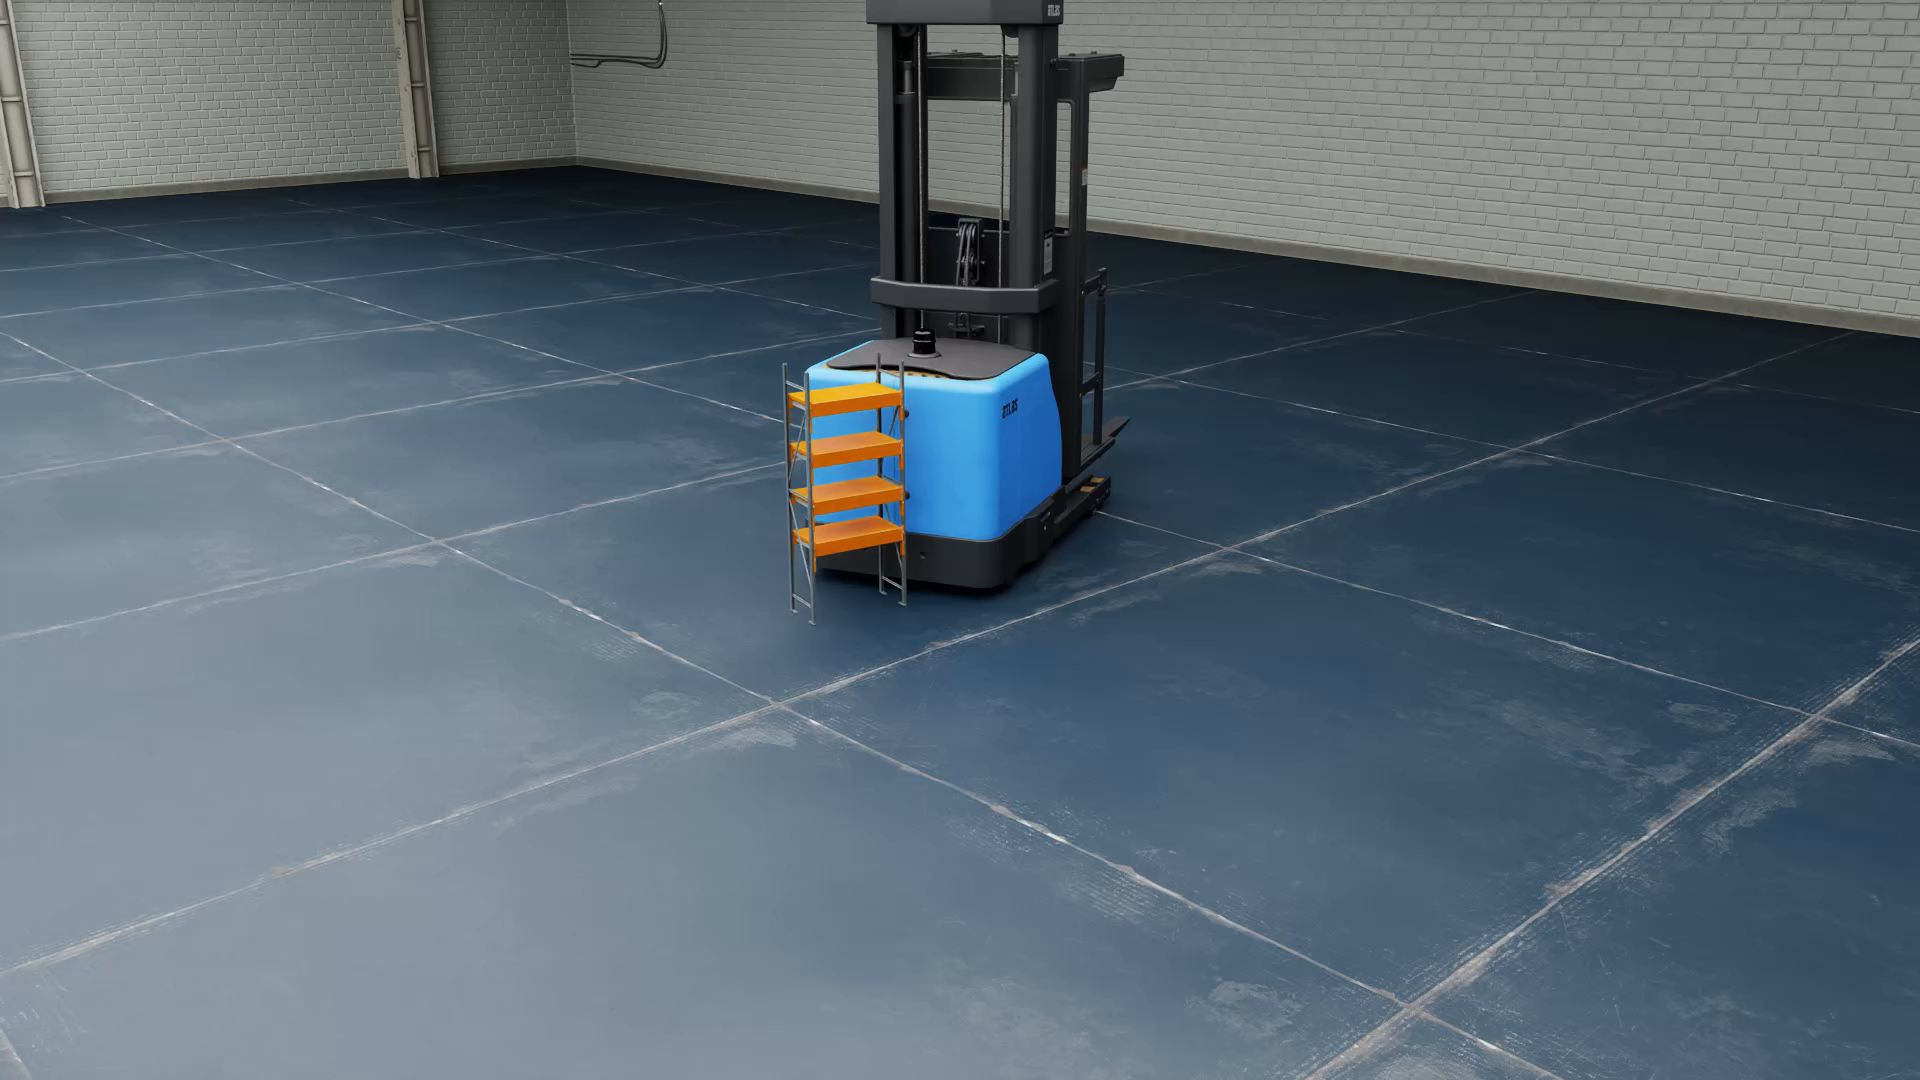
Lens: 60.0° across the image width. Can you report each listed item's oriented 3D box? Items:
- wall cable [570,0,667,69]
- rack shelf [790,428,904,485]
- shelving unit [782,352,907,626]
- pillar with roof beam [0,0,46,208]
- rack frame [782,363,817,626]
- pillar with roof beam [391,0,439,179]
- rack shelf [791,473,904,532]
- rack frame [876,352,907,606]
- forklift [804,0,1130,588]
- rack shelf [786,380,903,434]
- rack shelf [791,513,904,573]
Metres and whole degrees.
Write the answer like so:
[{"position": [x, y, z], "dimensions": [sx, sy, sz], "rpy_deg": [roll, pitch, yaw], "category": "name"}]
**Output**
[{"position": [-5.816, -9.135, 27.604], "dimensions": [0.112, 2.526, 3.097], "rpy_deg": [-16, 24, -41], "category": "wall cable"}, {"position": [-0.533, -0.392, 7.742], "dimensions": [0.480, 0.148, 0.258], "rpy_deg": [-11, 21, -30], "category": "rack shelf"}, {"position": [-0.533, -0.243, 7.790], "dimensions": [0.503, 1.200, 0.258], "rpy_deg": [-11, 21, -30], "category": "shelving unit"}, {"position": [-10.267, -8.048, 19.217], "dimensions": [0.400, 9.000, 9.100], "rpy_deg": [-16, 24, -41], "category": "pillar with roof beam"}, {"position": [-0.740, -0.203, 7.666], "dimensions": [0.015, 1.200, 0.240], "rpy_deg": [-11, 21, -30], "category": "rack frame"}, {"position": [-5.907, -9.320, 23.139], "dimensions": [0.400, 9.000, 9.100], "rpy_deg": [-16, 24, -41], "category": "pillar with roof beam"}, {"position": [-0.533, -0.179, 7.811], "dimensions": [0.480, 0.148, 0.258], "rpy_deg": [-11, 21, -30], "category": "rack shelf"}, {"position": [-0.327, -0.283, 7.913], "dimensions": [0.015, 1.200, 0.240], "rpy_deg": [-11, 21, -30], "category": "rack frame"}, {"position": [0.229, -1.575, 9.092], "dimensions": [1.130, 2.935, 3.031], "rpy_deg": [7, 19, 20], "category": "forklift"}, {"position": [-0.533, -0.617, 7.669], "dimensions": [0.480, 0.148, 0.258], "rpy_deg": [-11, 21, -30], "category": "rack shelf"}, {"position": [-0.533, 0.010, 7.872], "dimensions": [0.480, 0.148, 0.258], "rpy_deg": [-11, 21, -30], "category": "rack shelf"}]
